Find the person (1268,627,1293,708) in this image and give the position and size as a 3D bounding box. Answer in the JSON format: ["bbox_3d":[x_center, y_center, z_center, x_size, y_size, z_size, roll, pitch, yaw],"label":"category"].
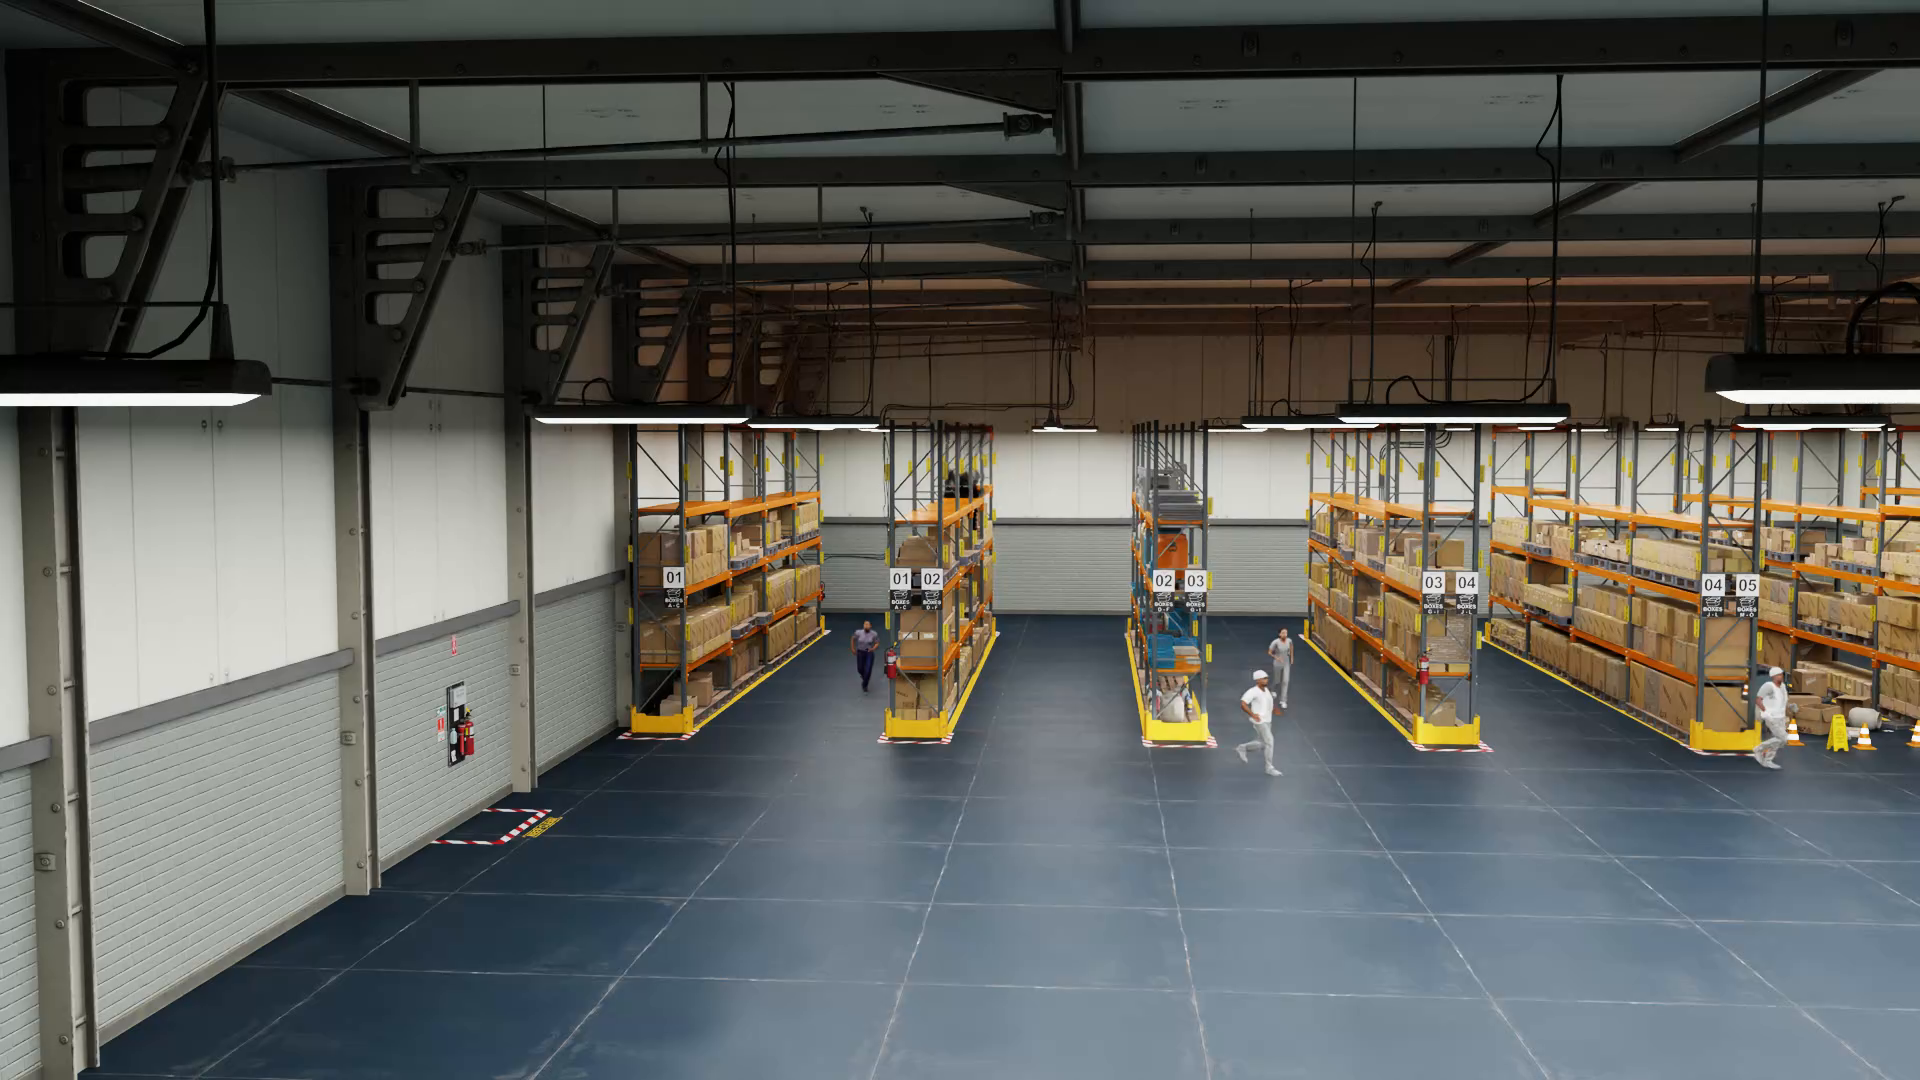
[{"bbox_3d":[6.801,2.664,35.227,0.587,1.664,0.990,-1,4,-8],"label":"person"}]

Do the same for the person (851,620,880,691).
[{"bbox_3d":[-2.121,2.589,37.258,0.644,1.605,0.646,0,4,-1],"label":"person"}]

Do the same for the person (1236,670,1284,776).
[{"bbox_3d":[5.055,3.078,28.123,0.872,1.761,0.700,2,4,33],"label":"person"}]

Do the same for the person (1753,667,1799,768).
[{"bbox_3d":[14.007,3.045,28.528,0.666,1.746,0.618,-3,5,-40],"label":"person"}]
